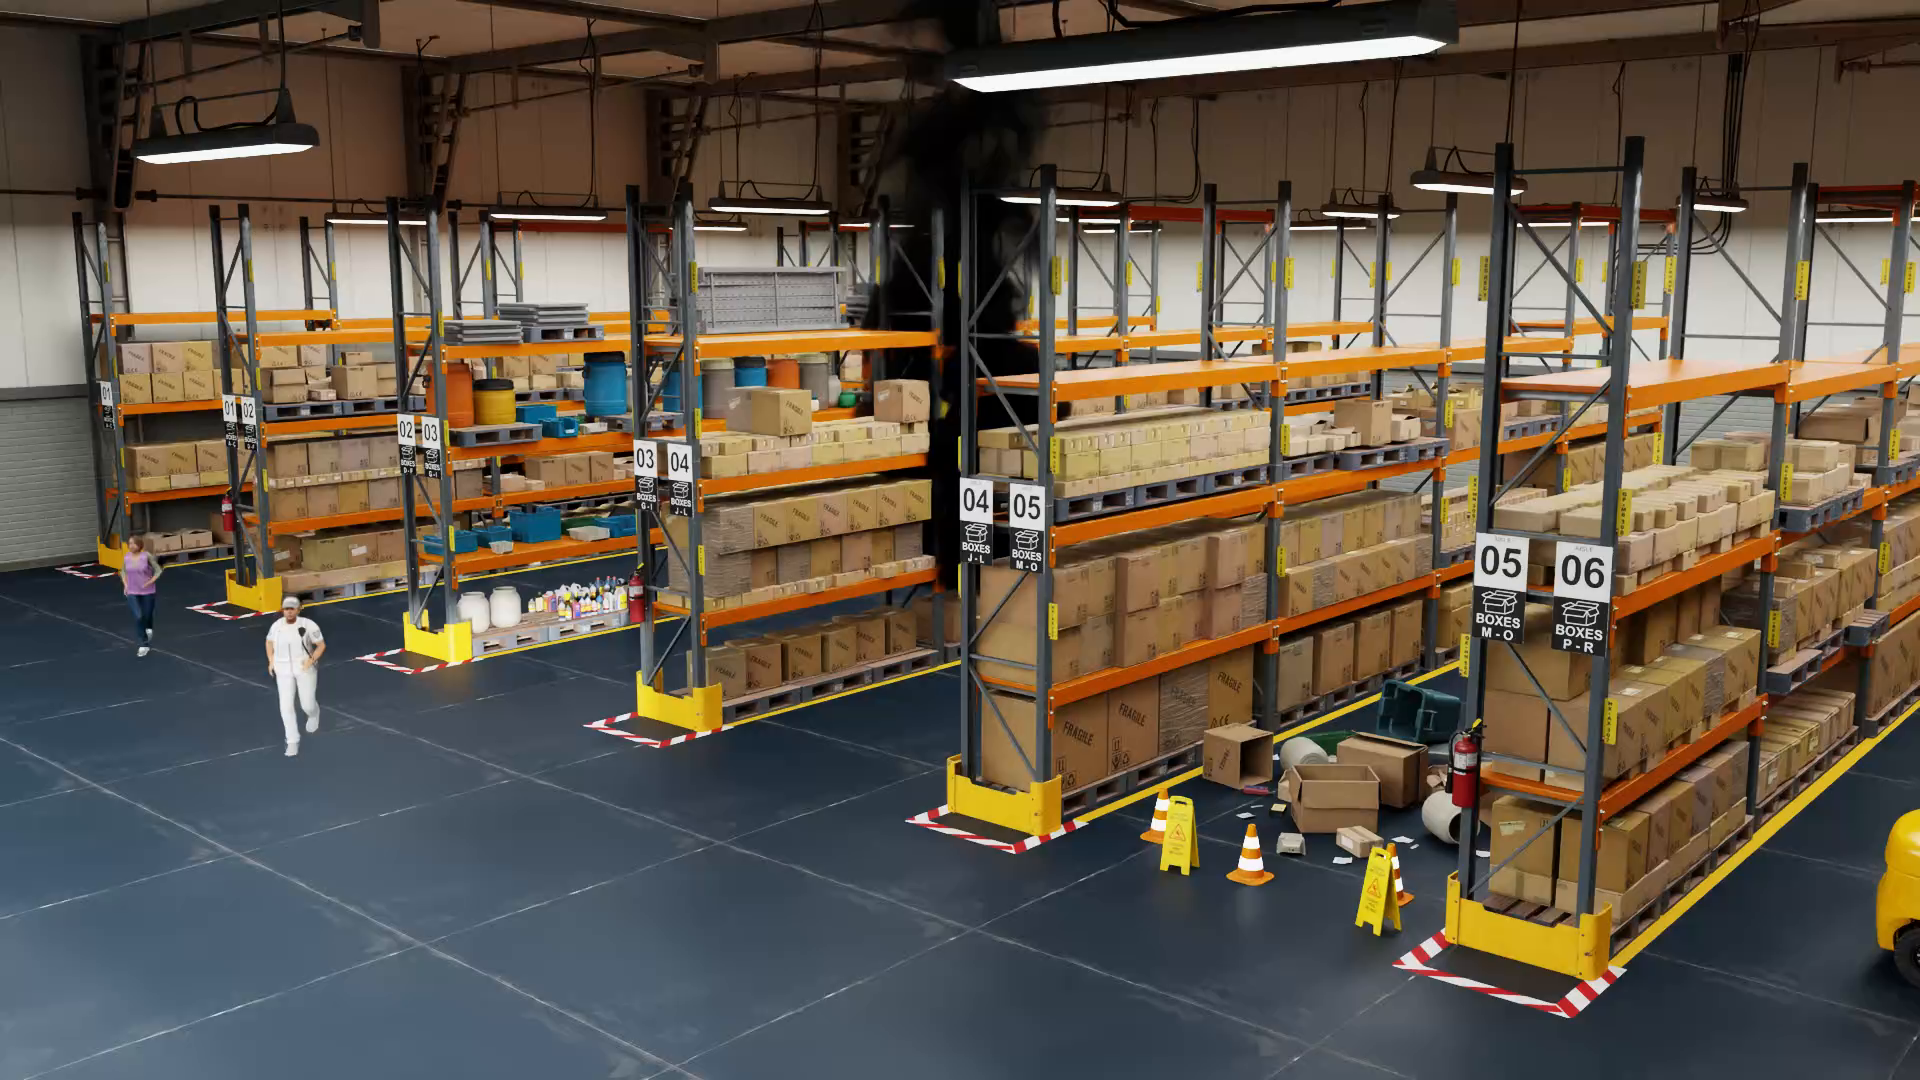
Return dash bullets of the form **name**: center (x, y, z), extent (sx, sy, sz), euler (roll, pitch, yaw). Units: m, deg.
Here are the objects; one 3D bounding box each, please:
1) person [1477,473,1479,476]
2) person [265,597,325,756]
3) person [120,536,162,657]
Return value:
- **person**: center (8.586, -0.254, 27.488), extent (0.704, 1.776, 0.954), euler (8, 12, 39)
- **person**: center (-7.128, 1.415, 17.858), extent (0.631, 1.645, 0.843), euler (-2, 10, -11)
- **person**: center (-10.951, 0.719, 22.264), extent (0.533, 1.590, 0.697), euler (-2, 10, -15)
